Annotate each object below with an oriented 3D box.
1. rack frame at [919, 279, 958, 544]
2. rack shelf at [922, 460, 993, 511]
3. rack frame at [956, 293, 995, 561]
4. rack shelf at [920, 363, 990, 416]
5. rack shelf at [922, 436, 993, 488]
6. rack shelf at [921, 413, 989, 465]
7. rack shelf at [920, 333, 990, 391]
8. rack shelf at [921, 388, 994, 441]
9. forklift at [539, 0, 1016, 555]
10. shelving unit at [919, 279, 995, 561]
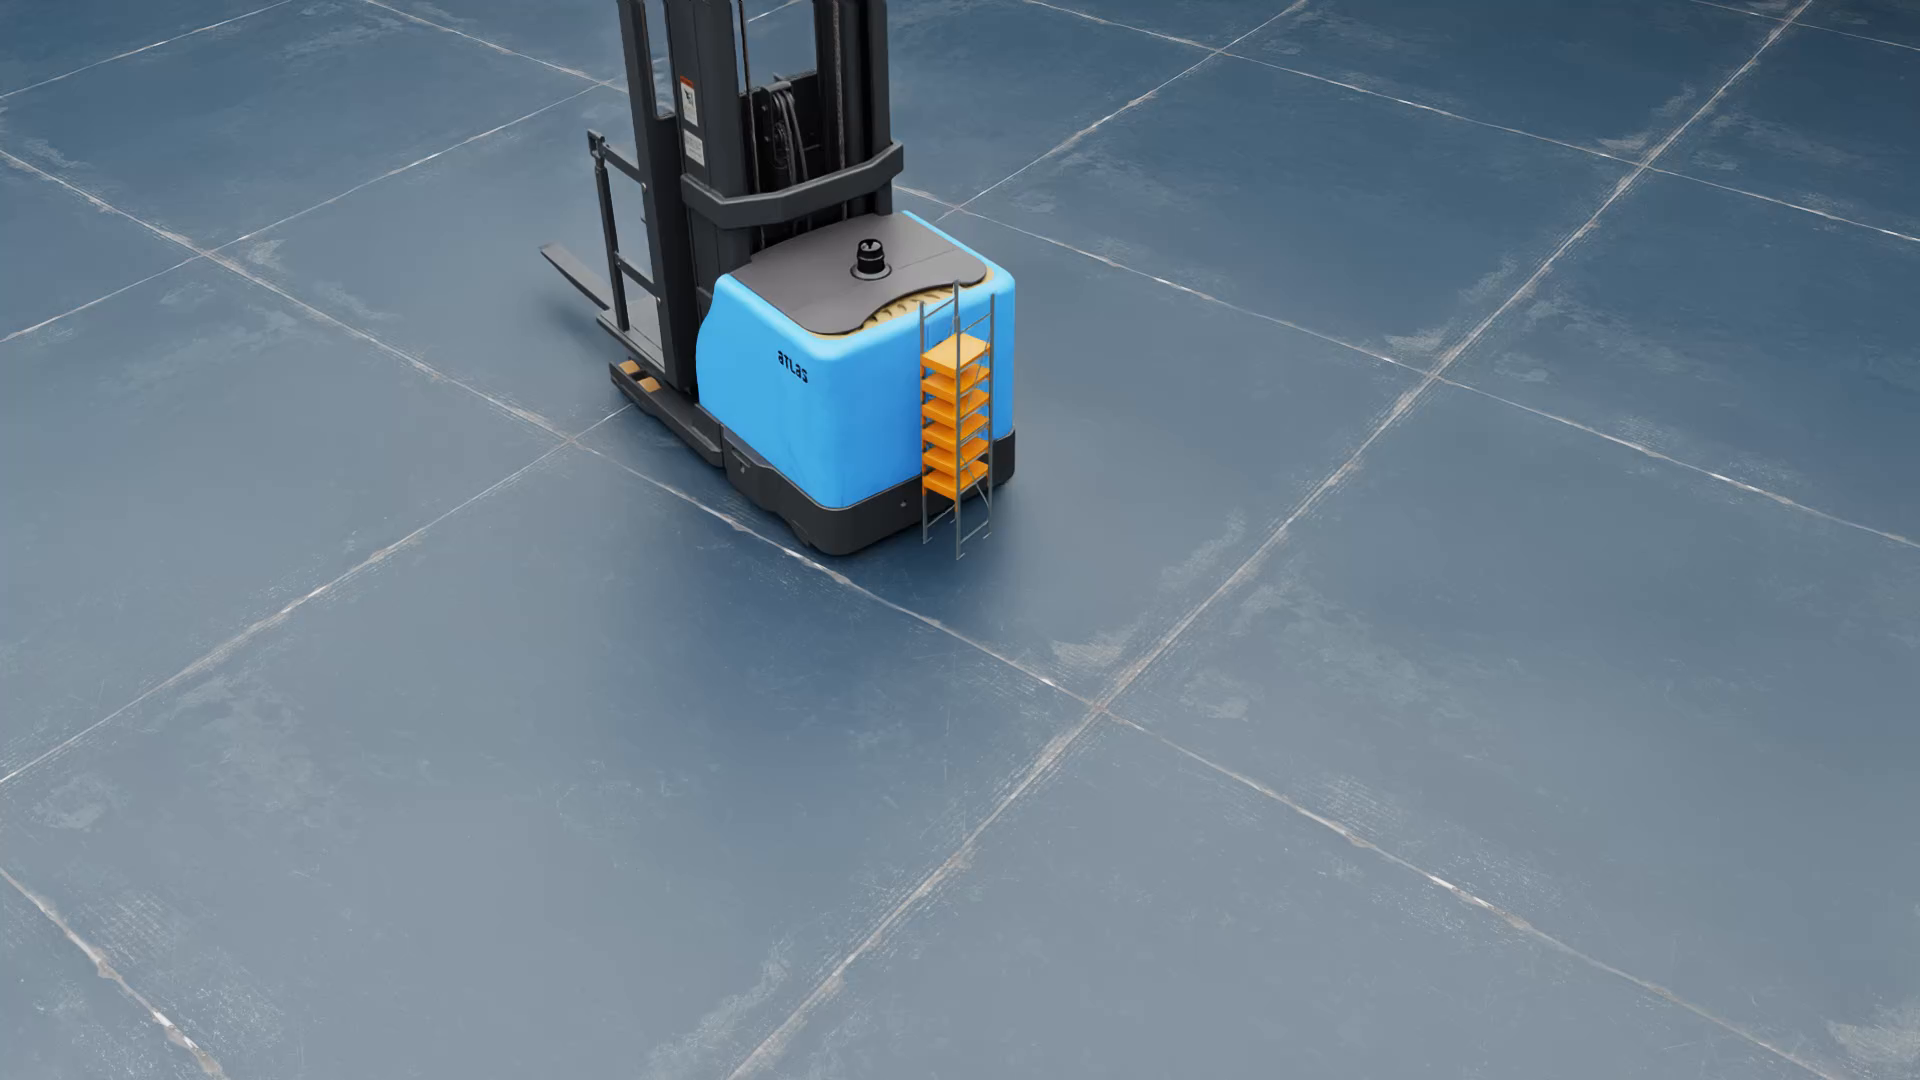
[{"bbox_3d":[-0.083,-0.512,6.931,0.006,1.200,0.240,26,45,29],"label":"rack frame"},{"bbox_3d":[-0.011,-0.253,7.062,0.180,0.103,0.258,26,45,29],"label":"rack shelf"},{"bbox_3d":[0.061,-0.443,6.842,0.006,1.200,0.240,26,45,29],"label":"rack frame"},{"bbox_3d":[-0.011,-0.632,6.766,0.180,0.103,0.258,26,45,29],"label":"rack shelf"},{"bbox_3d":[-0.011,-0.348,6.988,0.180,0.103,0.258,26,45,29],"label":"rack shelf"},{"bbox_3d":[-0.011,-0.442,6.914,0.180,0.103,0.258,26,45,29],"label":"rack shelf"},{"bbox_3d":[-0.011,-0.726,6.692,0.180,0.103,0.258,26,45,29],"label":"rack shelf"},{"bbox_3d":[-0.011,-0.537,6.840,0.180,0.103,0.258,26,45,29],"label":"rack shelf"},{"bbox_3d":[-1.055,-1.941,7.351,1.130,2.935,3.031,-26,45,-29],"label":"forklift"},{"bbox_3d":[-0.011,-0.477,6.886,0.189,1.200,0.258,26,45,29],"label":"shelving unit"}]
